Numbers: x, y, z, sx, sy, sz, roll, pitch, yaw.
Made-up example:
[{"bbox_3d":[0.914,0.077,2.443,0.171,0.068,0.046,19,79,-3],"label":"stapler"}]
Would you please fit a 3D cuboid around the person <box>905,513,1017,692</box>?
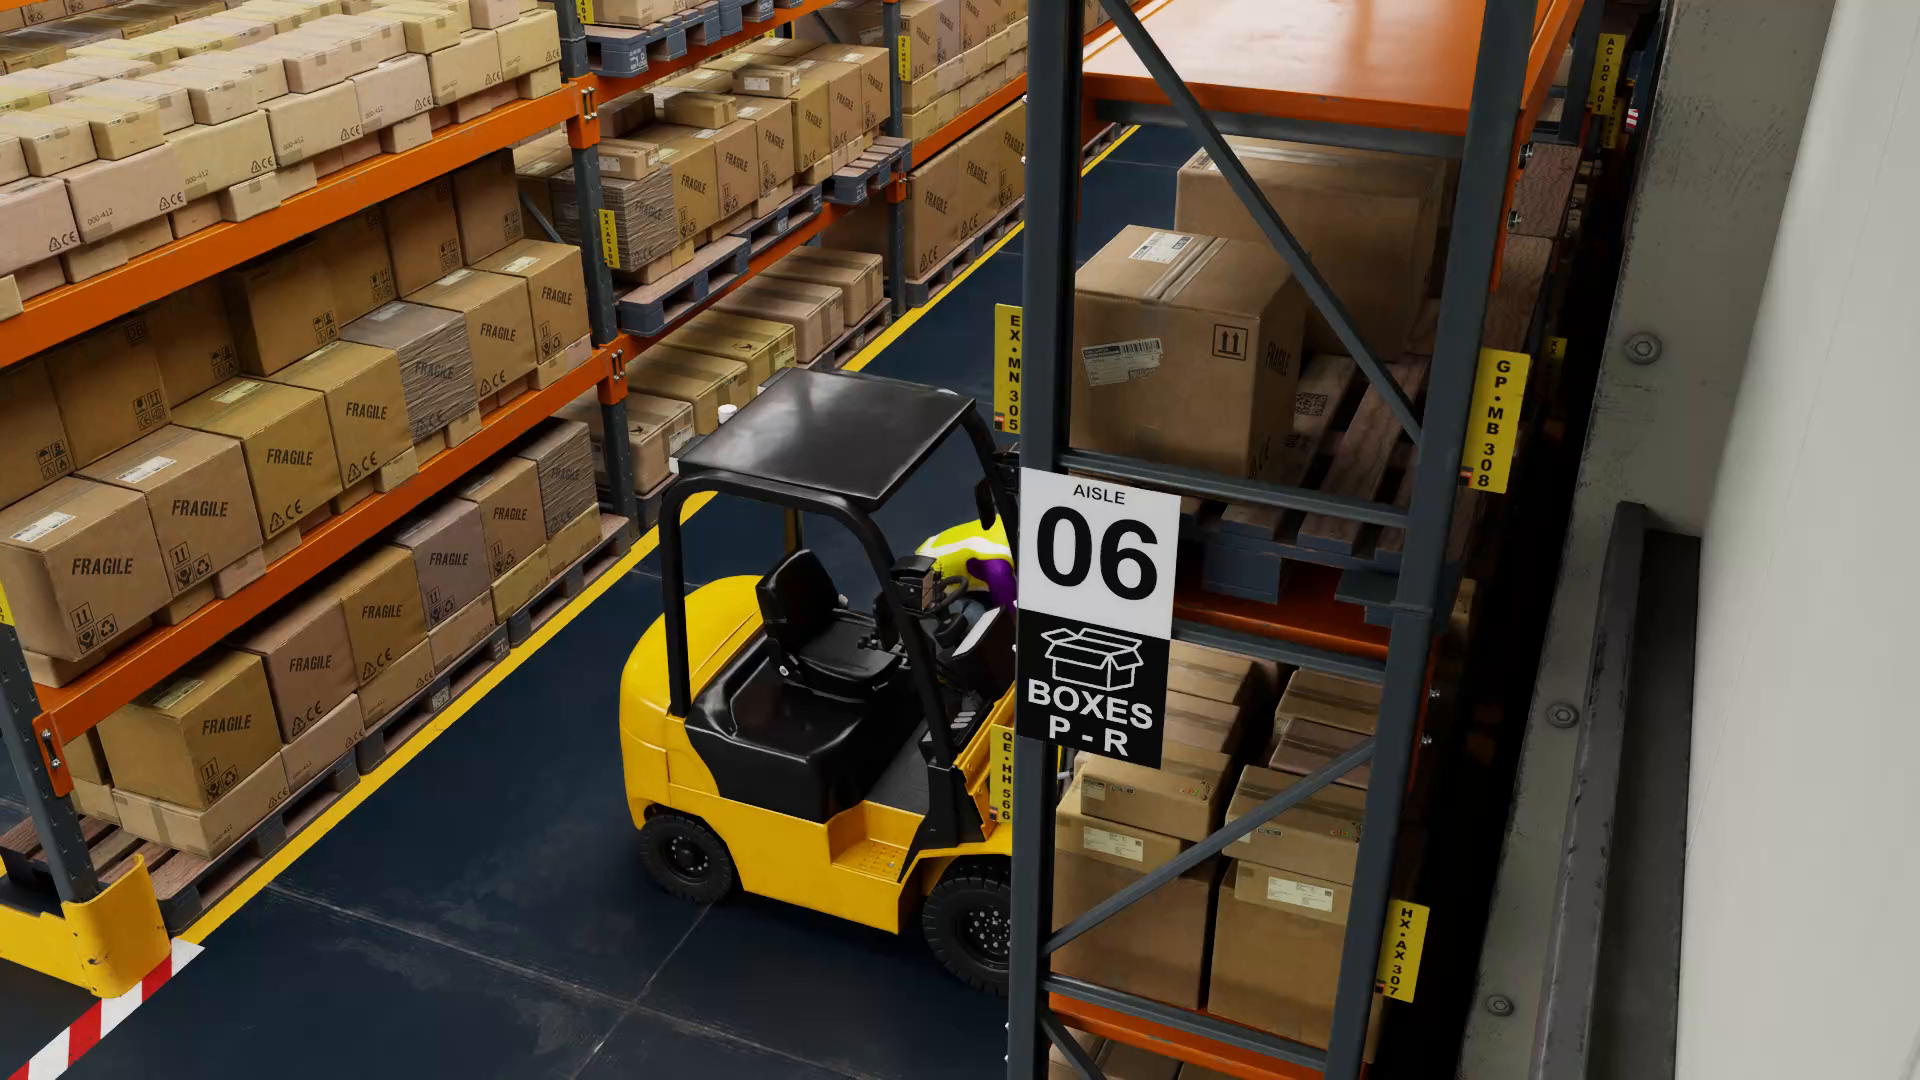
[{"bbox_3d":[0.155,0.274,8.658,0.905,1.018,0.537,10,31,18],"label":"person"}]
